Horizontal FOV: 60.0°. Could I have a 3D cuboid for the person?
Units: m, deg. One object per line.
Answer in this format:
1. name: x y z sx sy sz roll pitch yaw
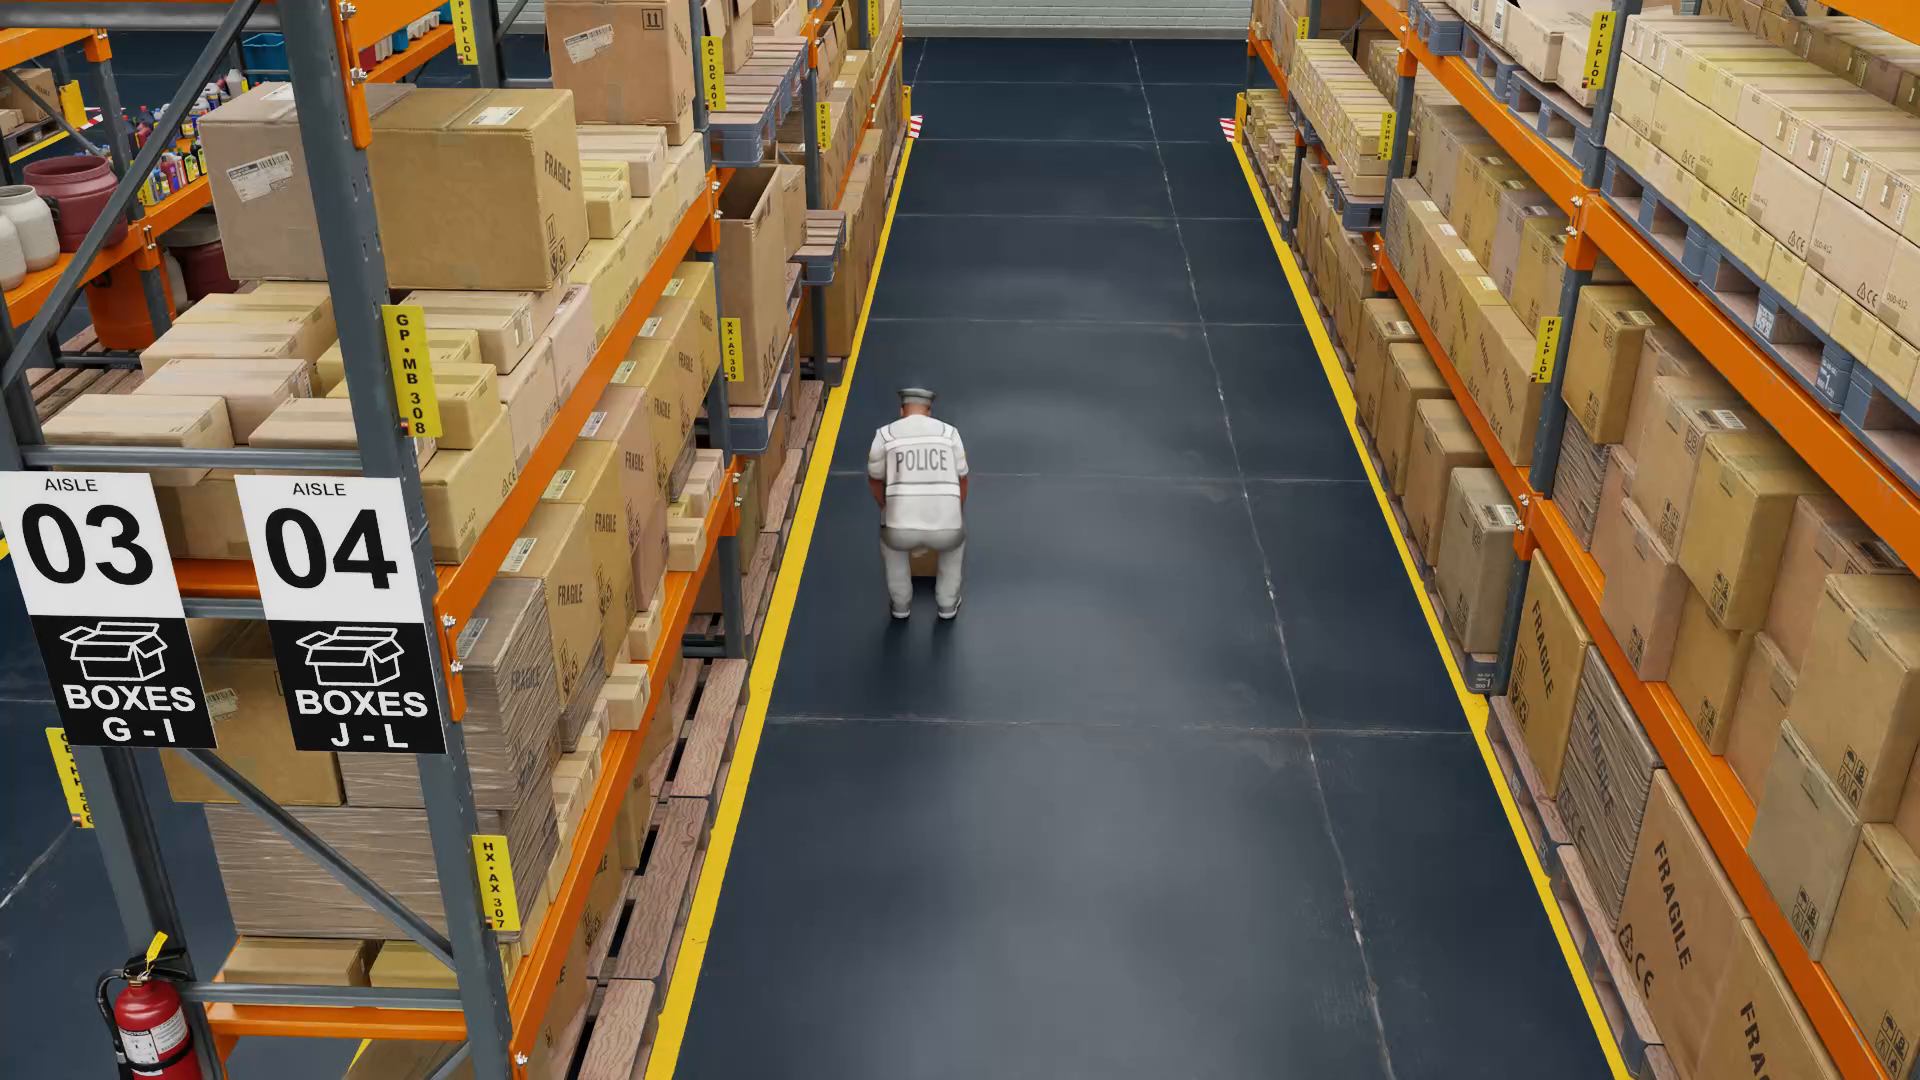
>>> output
1. person: -0.246 -0.197 9.549 0.580 1.234 0.890 1 28 2
